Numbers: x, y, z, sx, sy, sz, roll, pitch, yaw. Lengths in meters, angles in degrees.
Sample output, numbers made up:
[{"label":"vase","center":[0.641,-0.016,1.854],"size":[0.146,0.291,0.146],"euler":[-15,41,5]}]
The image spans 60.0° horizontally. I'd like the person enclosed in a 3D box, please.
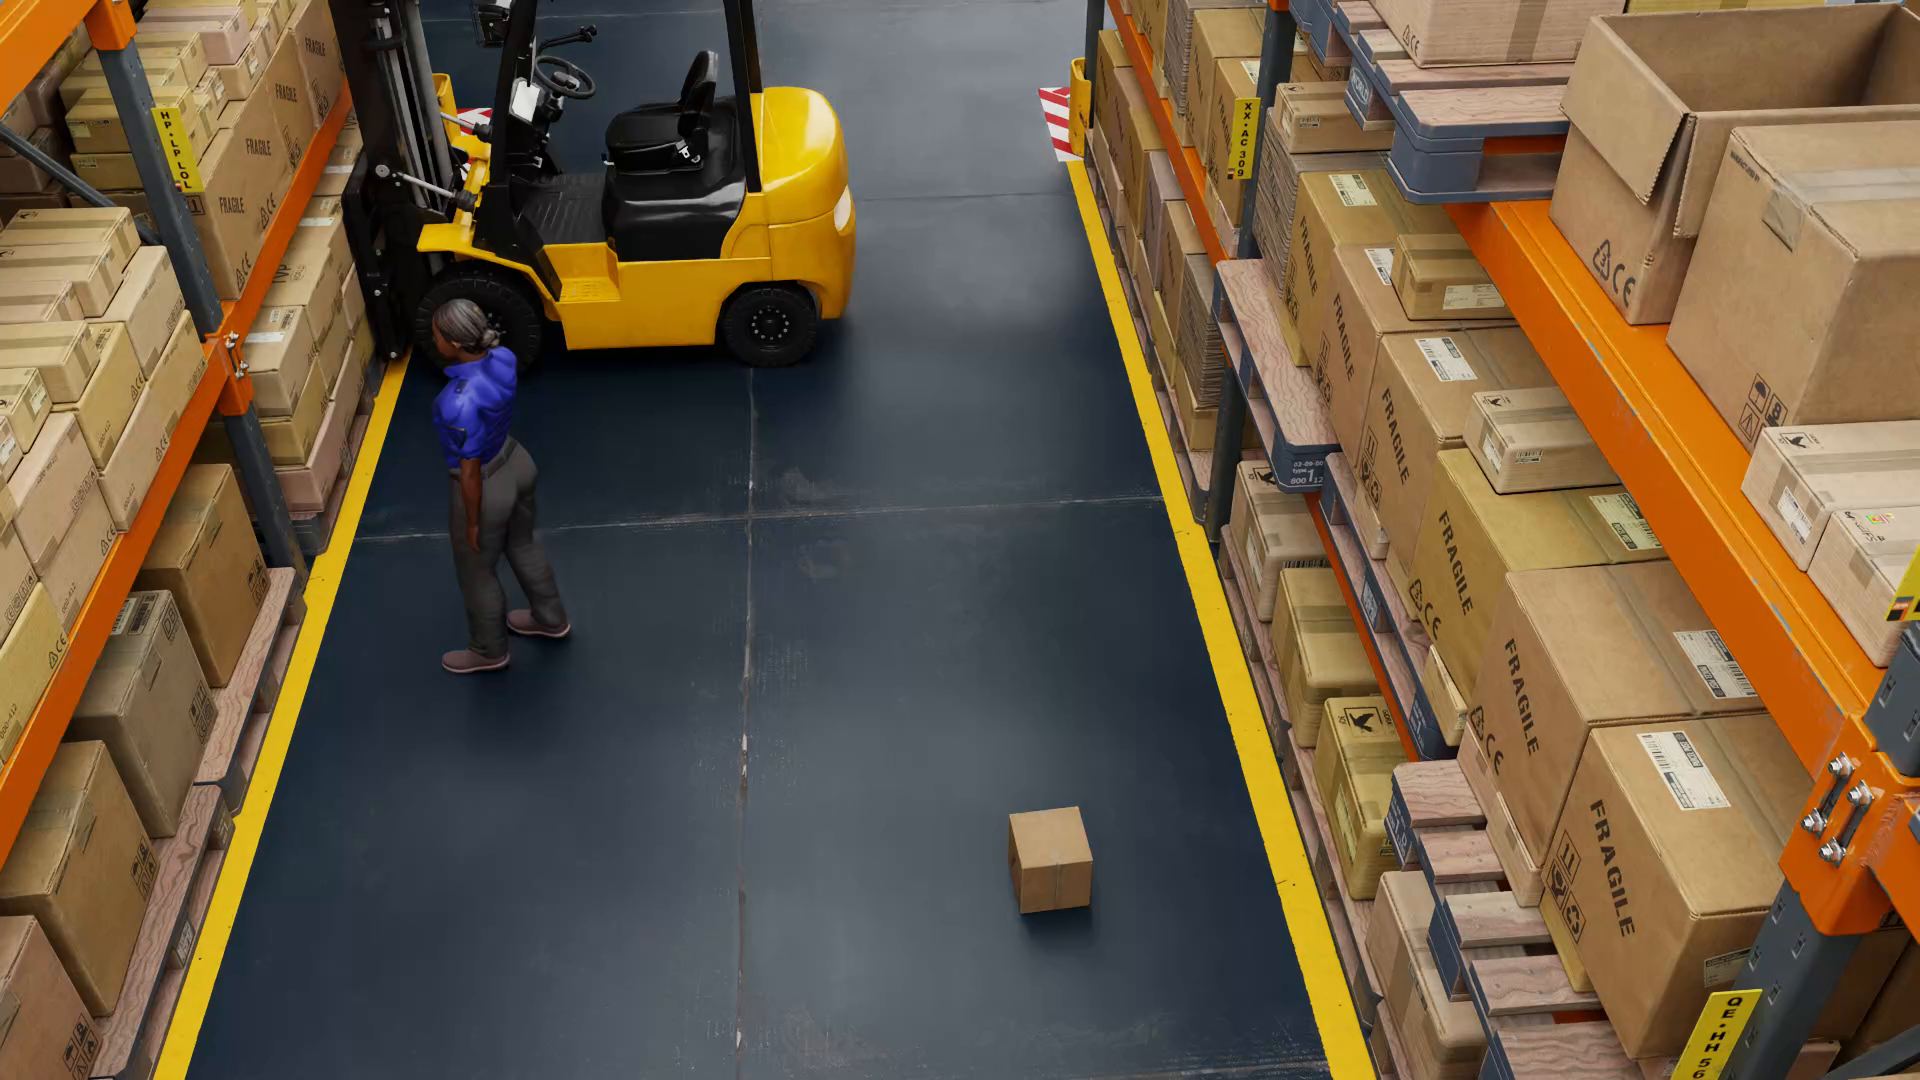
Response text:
[{"label":"person","center":[-1.864,-0.207,6.400],"size":[0.462,1.679,0.485],"euler":[10,40,12]}]
